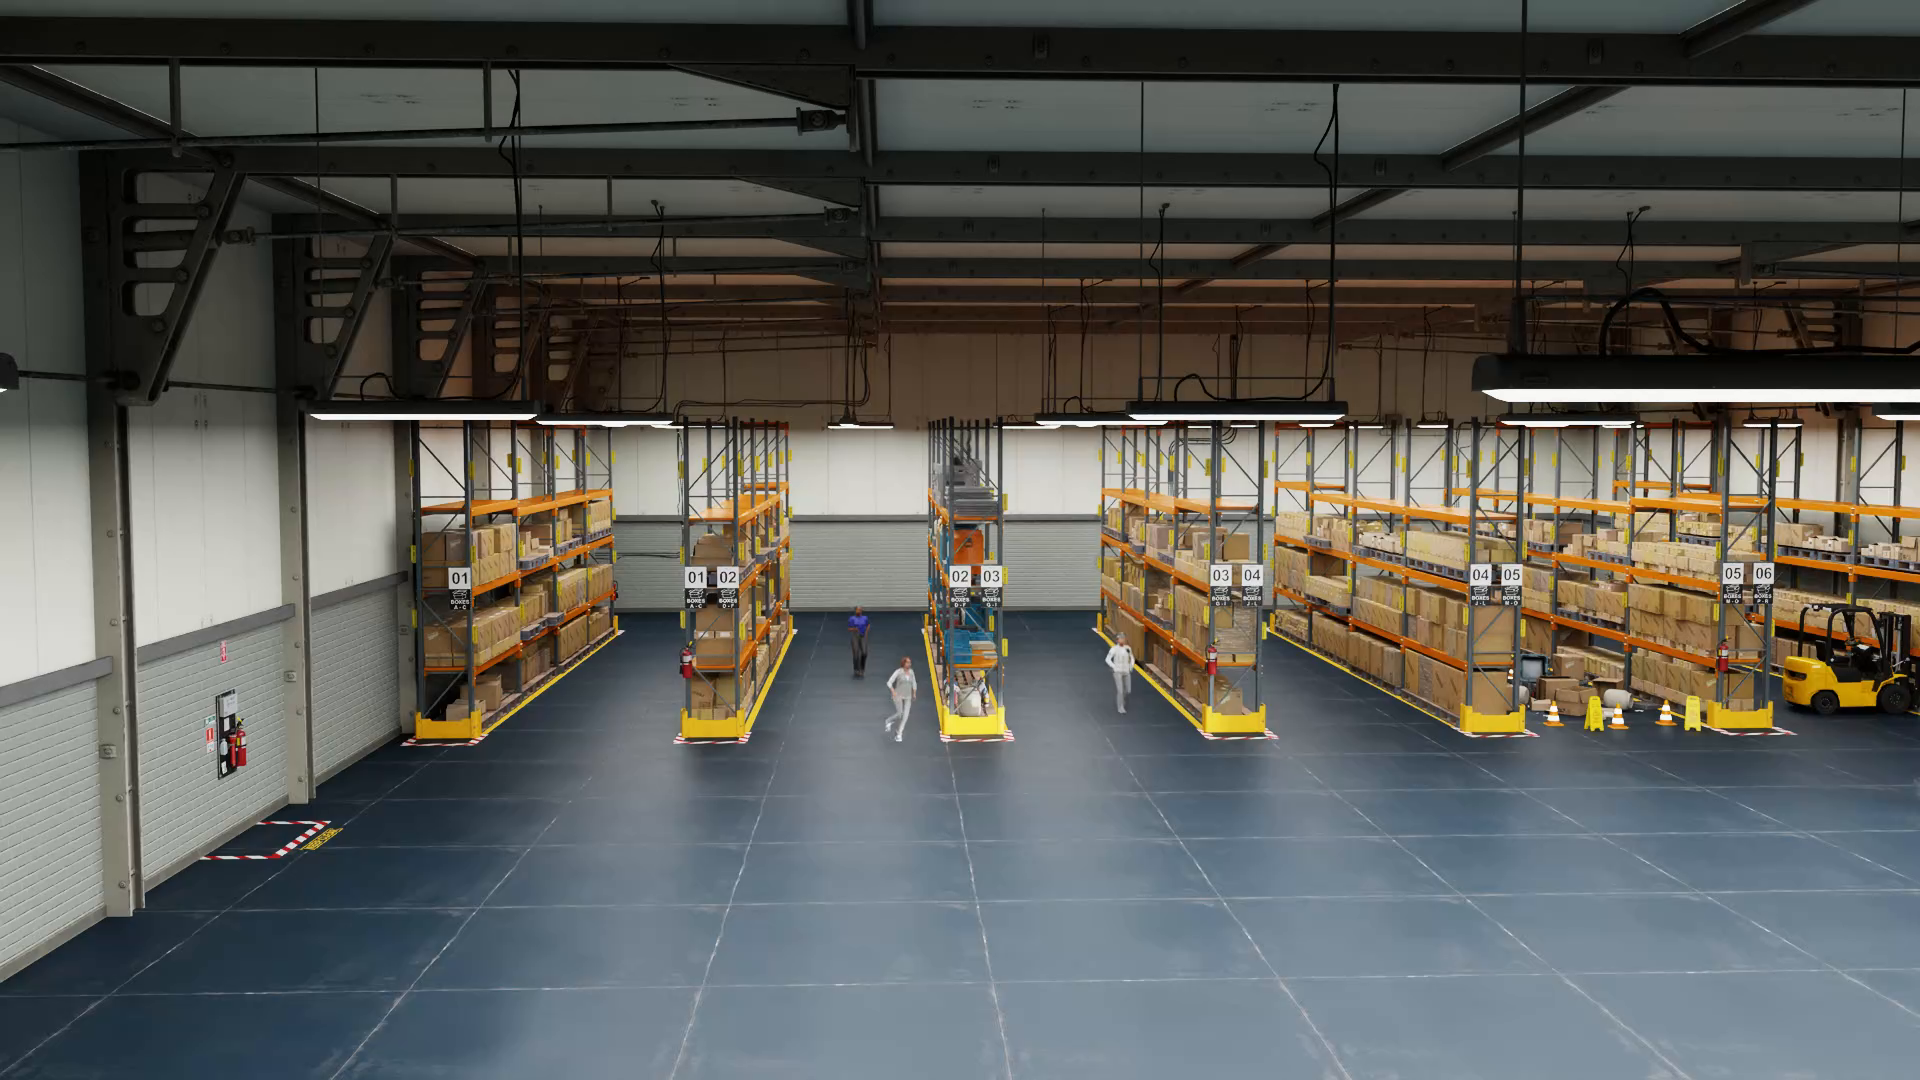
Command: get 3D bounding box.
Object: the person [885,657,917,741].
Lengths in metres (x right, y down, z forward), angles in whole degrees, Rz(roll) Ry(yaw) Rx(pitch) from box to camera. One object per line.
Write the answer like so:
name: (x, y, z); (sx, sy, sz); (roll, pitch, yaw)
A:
person: (-1.053, 2.938, 30.940); (0.585, 1.528, 0.622); (-2, 4, -27)

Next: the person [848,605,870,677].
person: (-2.350, 2.370, 38.910); (0.558, 1.685, 0.667); (-1, 4, -12)

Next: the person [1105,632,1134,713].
person: (3.280, 2.682, 33.935); (0.614, 1.647, 0.560); (-1, 4, -12)

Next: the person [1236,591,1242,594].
person: (7.733, 1.810, 46.982); (0.720, 1.680, 0.927); (1, 4, 13)
